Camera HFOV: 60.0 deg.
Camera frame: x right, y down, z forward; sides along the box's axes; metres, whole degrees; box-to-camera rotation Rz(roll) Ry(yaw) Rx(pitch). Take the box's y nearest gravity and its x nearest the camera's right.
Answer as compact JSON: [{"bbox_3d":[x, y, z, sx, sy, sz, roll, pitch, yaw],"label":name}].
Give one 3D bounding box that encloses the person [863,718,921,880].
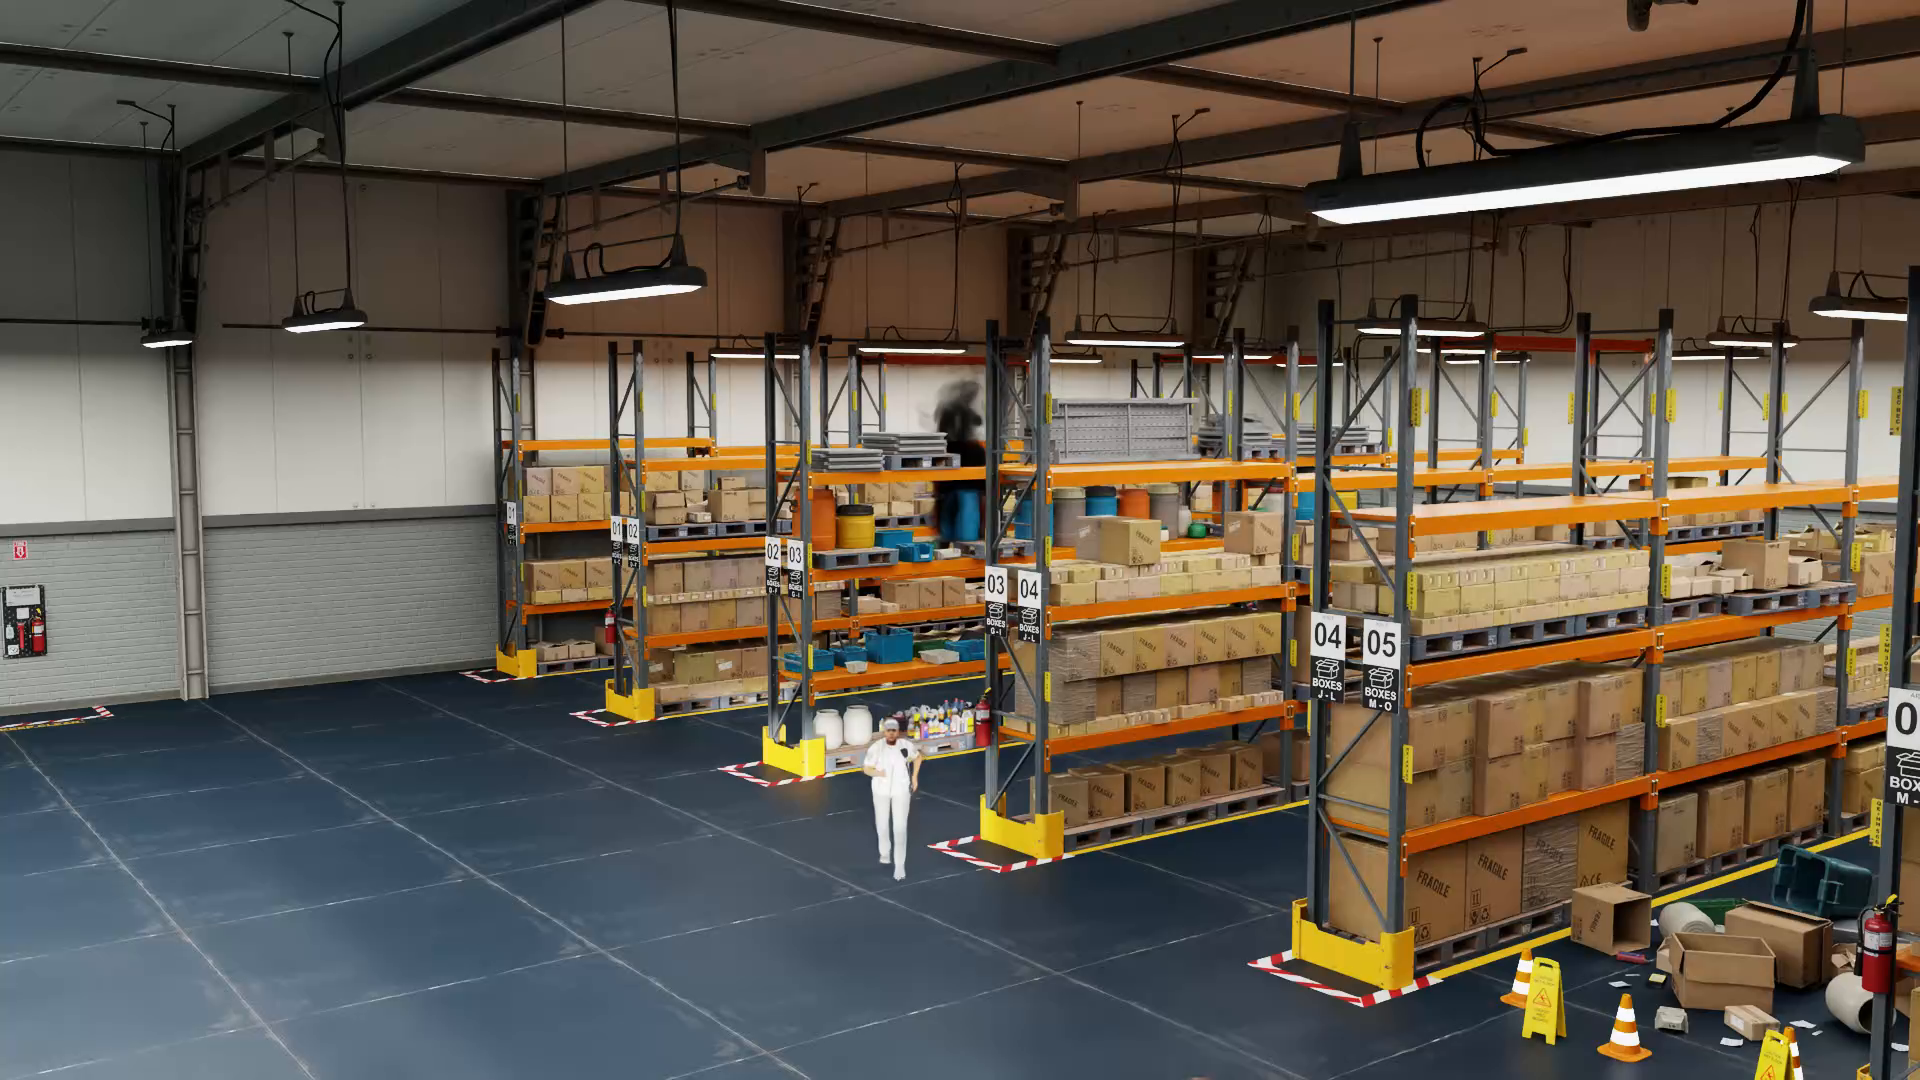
[{"bbox_3d":[-0.733,2.771,17.927,0.609,1.730,0.723,0,5,3],"label":"person"}]
